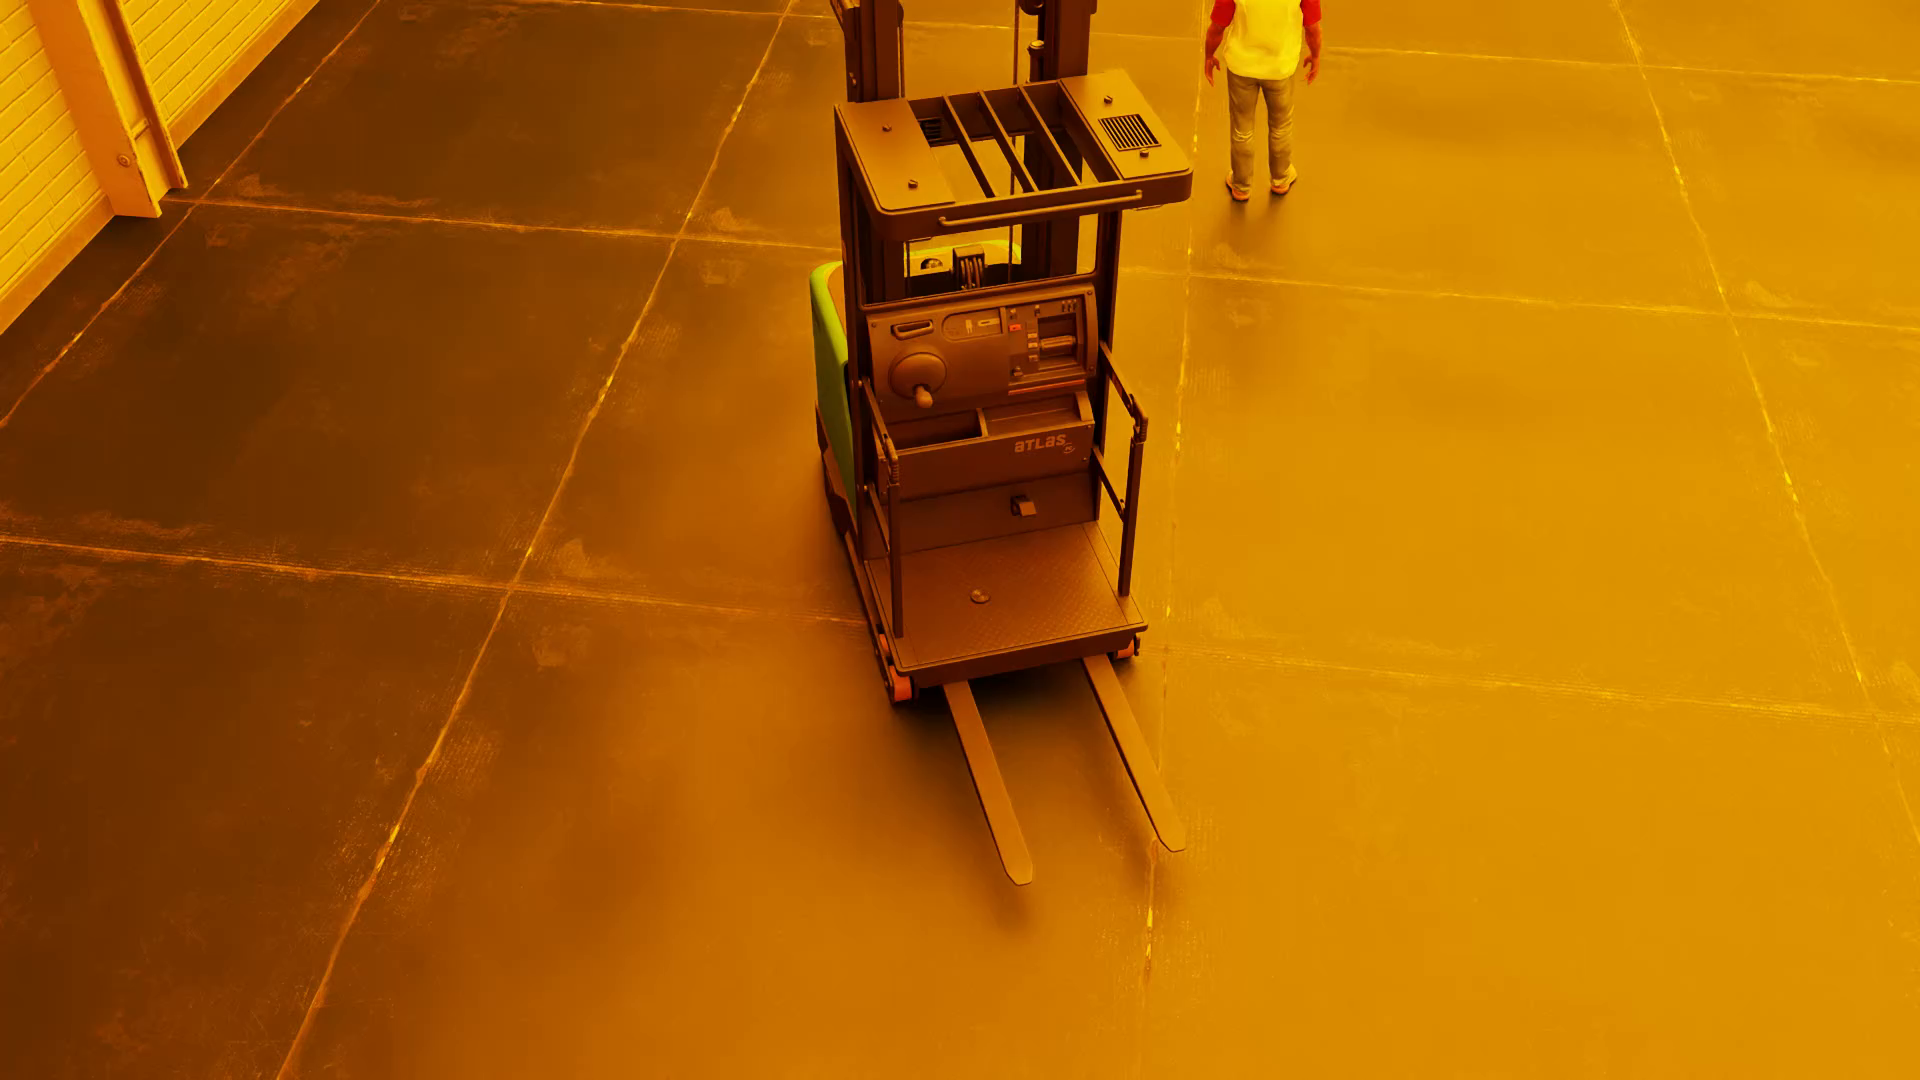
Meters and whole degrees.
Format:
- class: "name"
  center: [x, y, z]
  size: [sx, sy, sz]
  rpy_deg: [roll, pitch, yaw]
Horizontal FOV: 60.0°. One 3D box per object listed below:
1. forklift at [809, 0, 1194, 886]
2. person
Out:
- class: "forklift"
  center: [0.153, -0.681, 6.465]
  size: [1.130, 2.935, 3.031]
  rpy_deg: [-10, 44, -11]
- class: "person"
  center: [1.746, -2.799, 9.622]
  size: [0.665, 1.765, 0.576]
  rpy_deg: [5, 43, 6]
